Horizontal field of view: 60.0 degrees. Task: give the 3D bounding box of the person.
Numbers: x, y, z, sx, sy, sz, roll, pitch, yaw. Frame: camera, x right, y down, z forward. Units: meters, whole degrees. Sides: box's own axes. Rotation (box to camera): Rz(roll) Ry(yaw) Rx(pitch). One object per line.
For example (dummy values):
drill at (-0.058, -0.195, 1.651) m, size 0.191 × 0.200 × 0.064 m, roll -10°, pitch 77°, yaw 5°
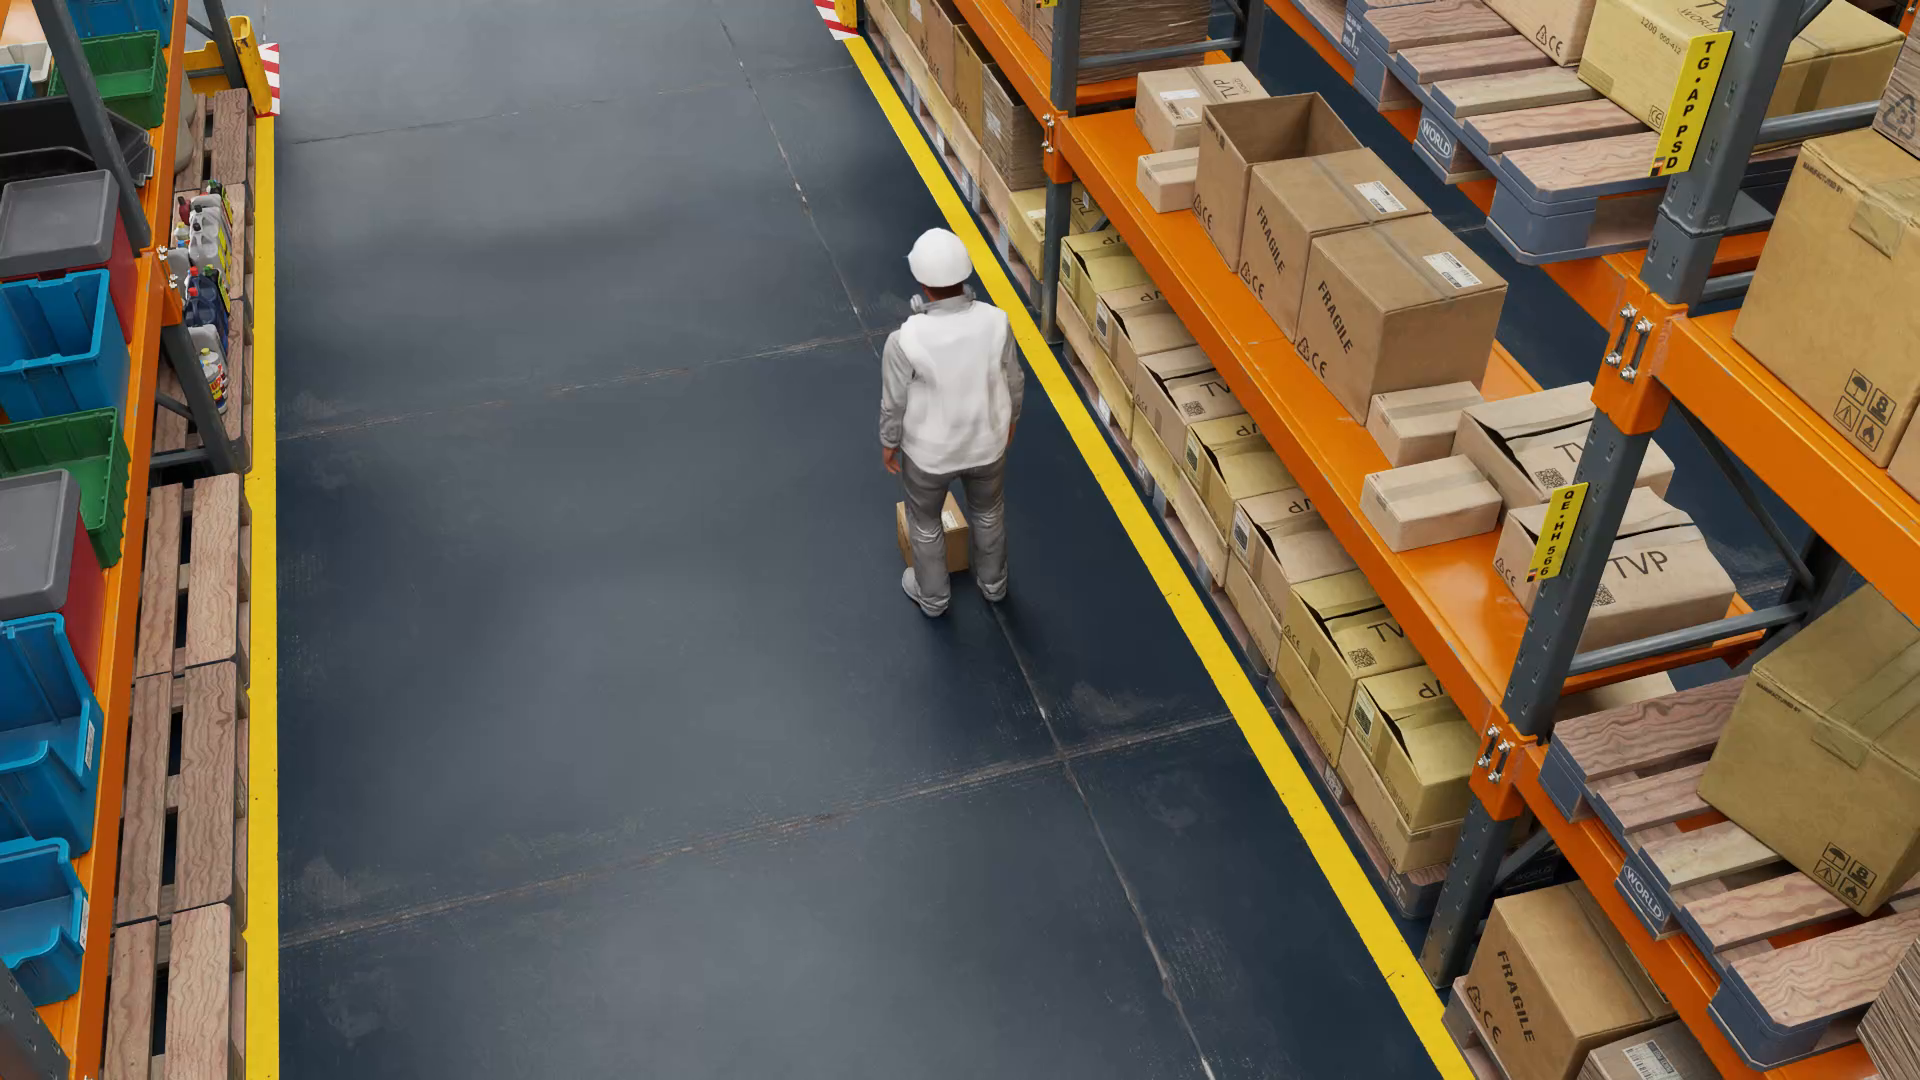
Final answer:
person at (-0.035, -0.423, 6.611) m, size 0.582 × 1.771 × 0.465 m, roll -12°, pitch 43°, yaw -13°
